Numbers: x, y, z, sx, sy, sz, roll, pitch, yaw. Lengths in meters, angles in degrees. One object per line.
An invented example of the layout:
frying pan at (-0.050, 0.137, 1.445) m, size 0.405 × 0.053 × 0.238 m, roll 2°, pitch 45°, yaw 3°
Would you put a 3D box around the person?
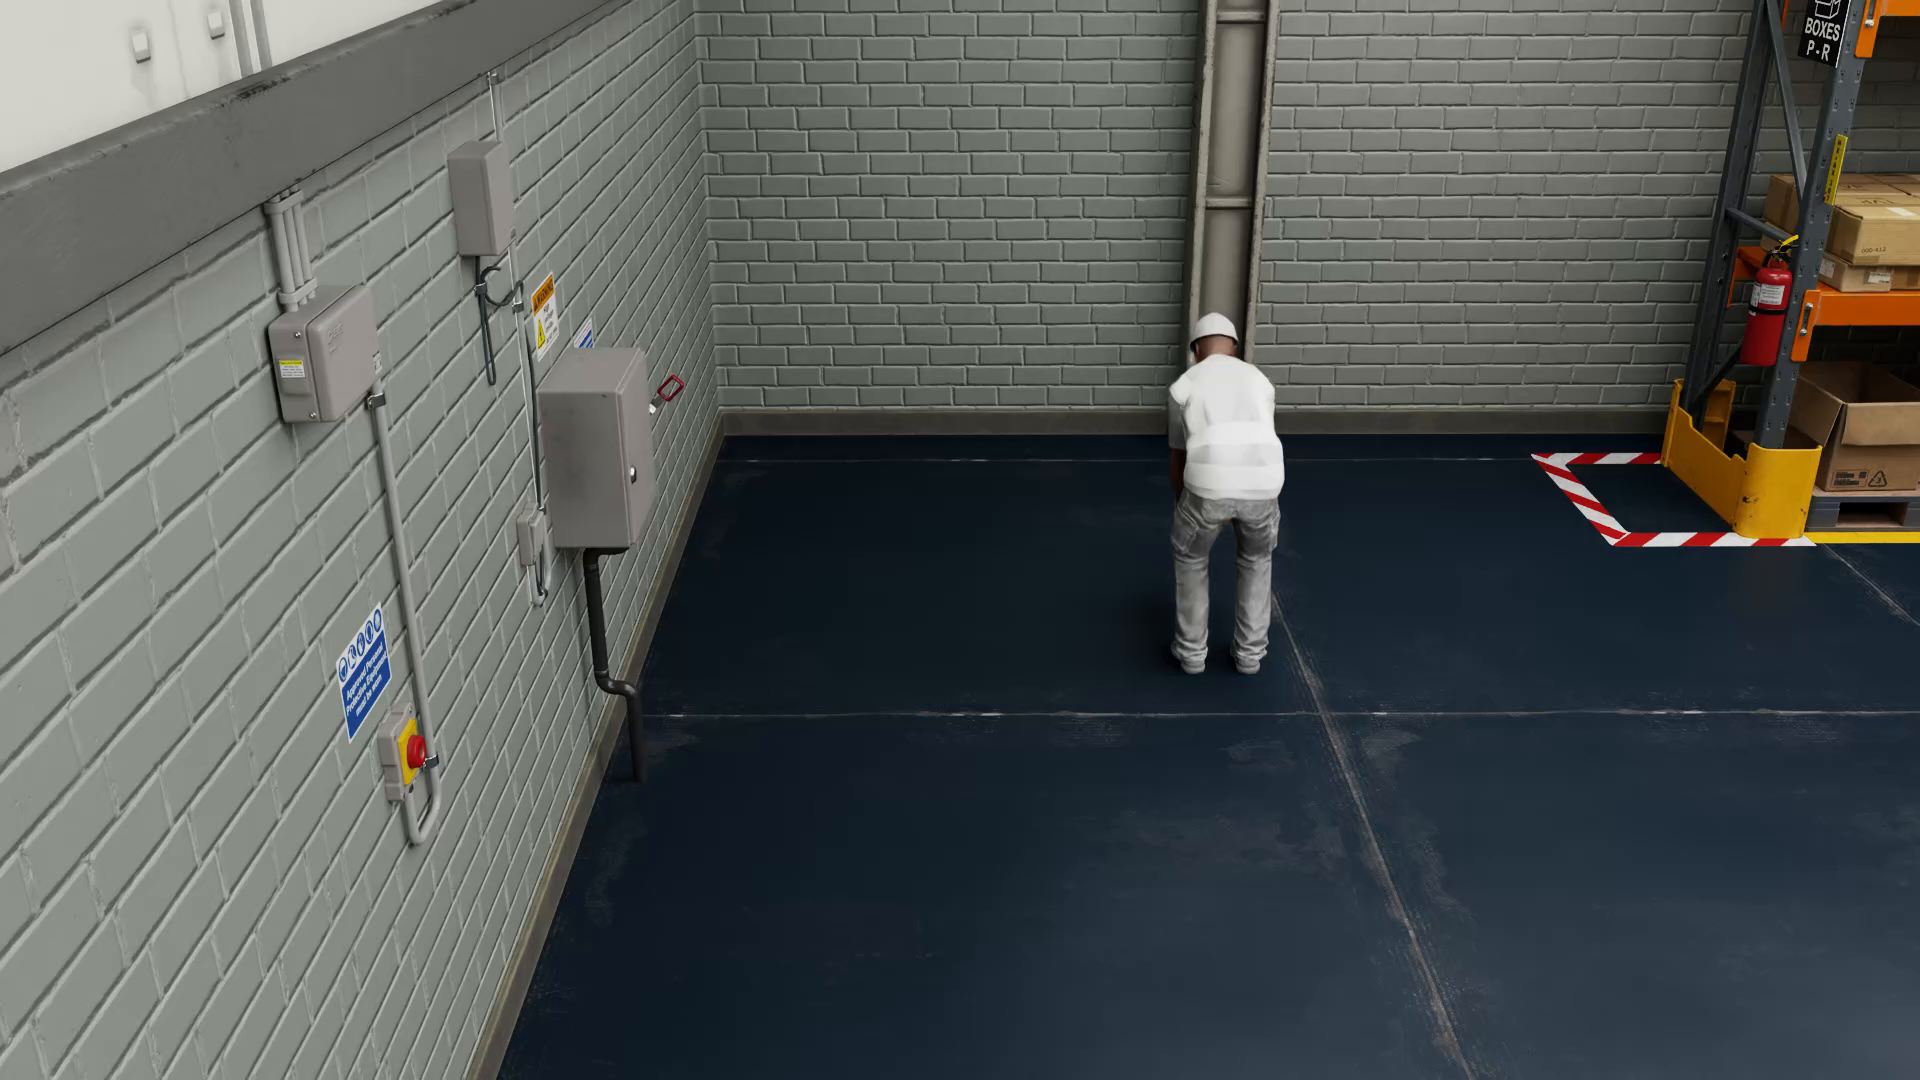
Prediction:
person at (1.153, -0.205, 7.416) m, size 0.480 × 1.474 × 0.862 m, roll -1°, pitch 24°, yaw -2°
